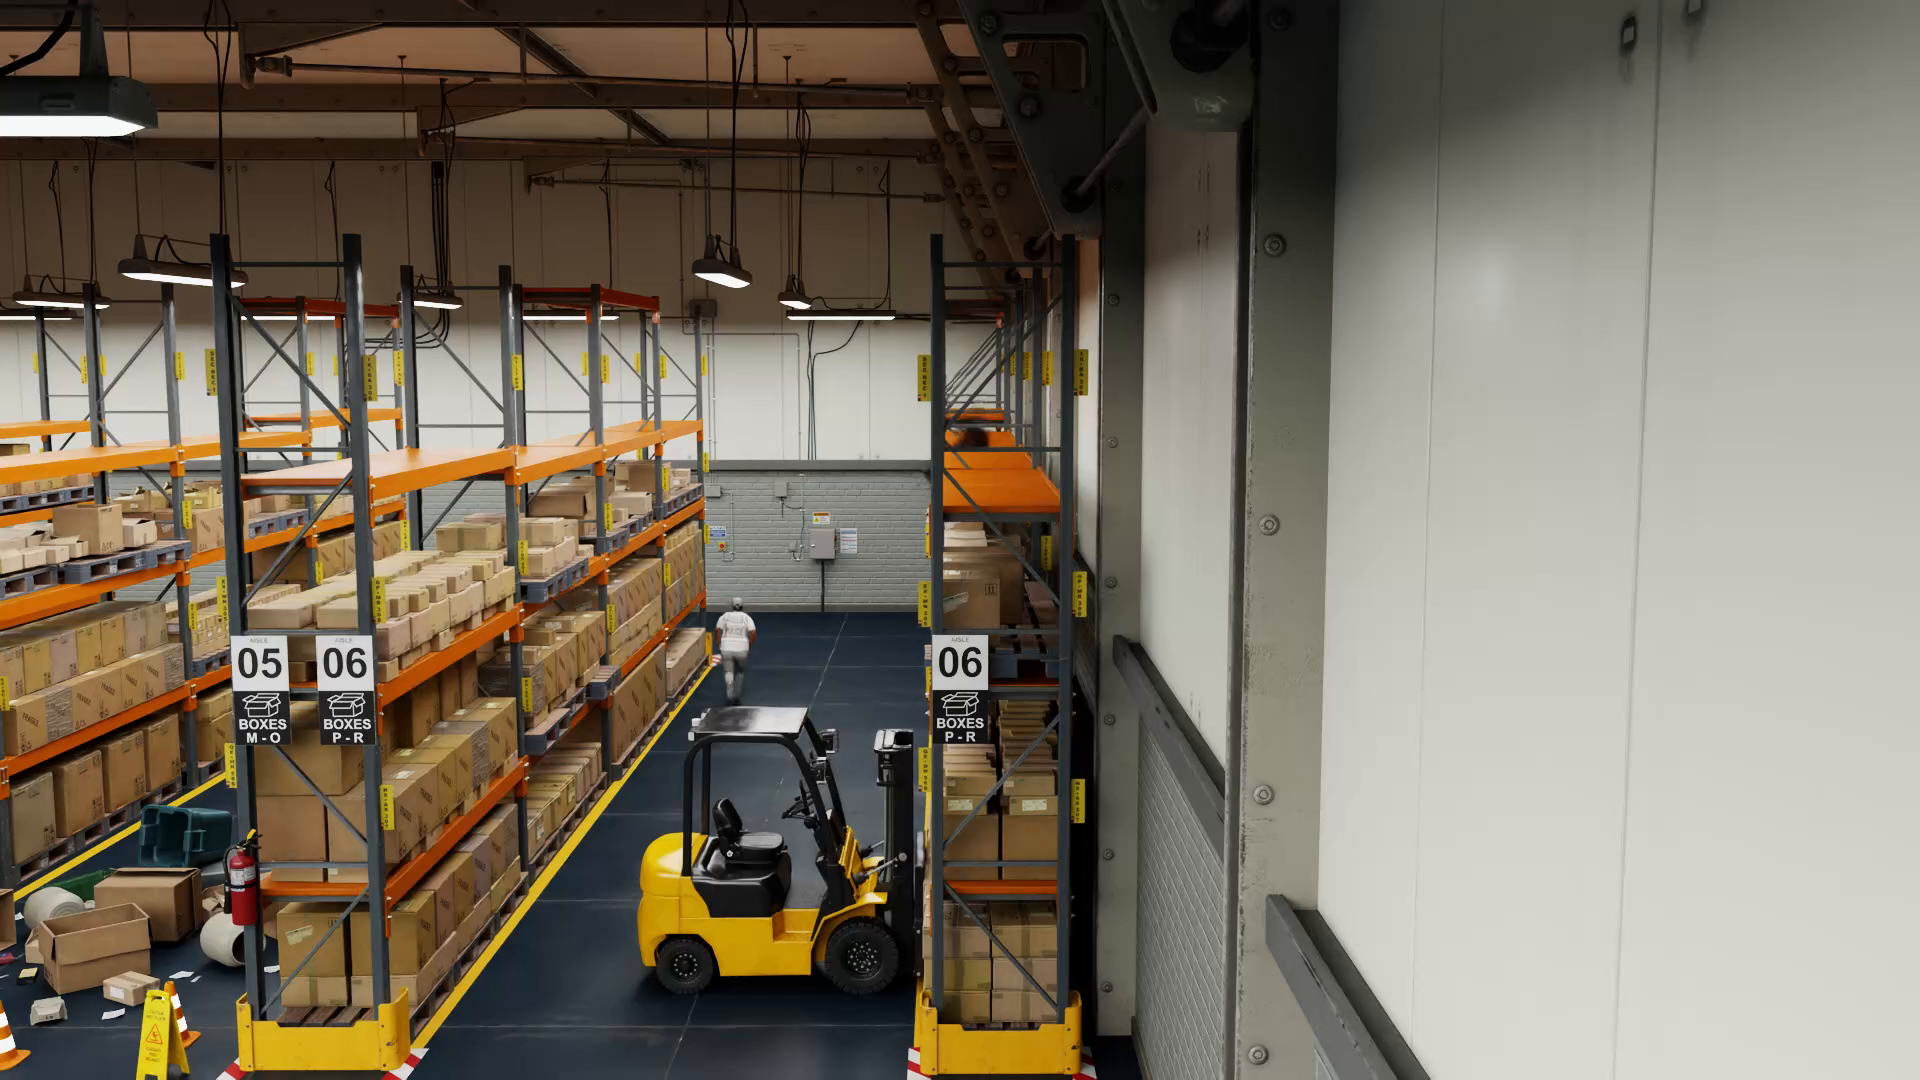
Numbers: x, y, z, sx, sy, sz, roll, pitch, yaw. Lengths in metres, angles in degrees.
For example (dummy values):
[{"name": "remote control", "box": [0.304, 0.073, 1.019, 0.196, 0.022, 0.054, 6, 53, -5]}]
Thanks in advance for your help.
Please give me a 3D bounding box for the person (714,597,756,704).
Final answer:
[{"name": "person", "box": [-3.307, 1.687, 24.484, 0.611, 1.660, 0.858, 0, 6, -4]}]
